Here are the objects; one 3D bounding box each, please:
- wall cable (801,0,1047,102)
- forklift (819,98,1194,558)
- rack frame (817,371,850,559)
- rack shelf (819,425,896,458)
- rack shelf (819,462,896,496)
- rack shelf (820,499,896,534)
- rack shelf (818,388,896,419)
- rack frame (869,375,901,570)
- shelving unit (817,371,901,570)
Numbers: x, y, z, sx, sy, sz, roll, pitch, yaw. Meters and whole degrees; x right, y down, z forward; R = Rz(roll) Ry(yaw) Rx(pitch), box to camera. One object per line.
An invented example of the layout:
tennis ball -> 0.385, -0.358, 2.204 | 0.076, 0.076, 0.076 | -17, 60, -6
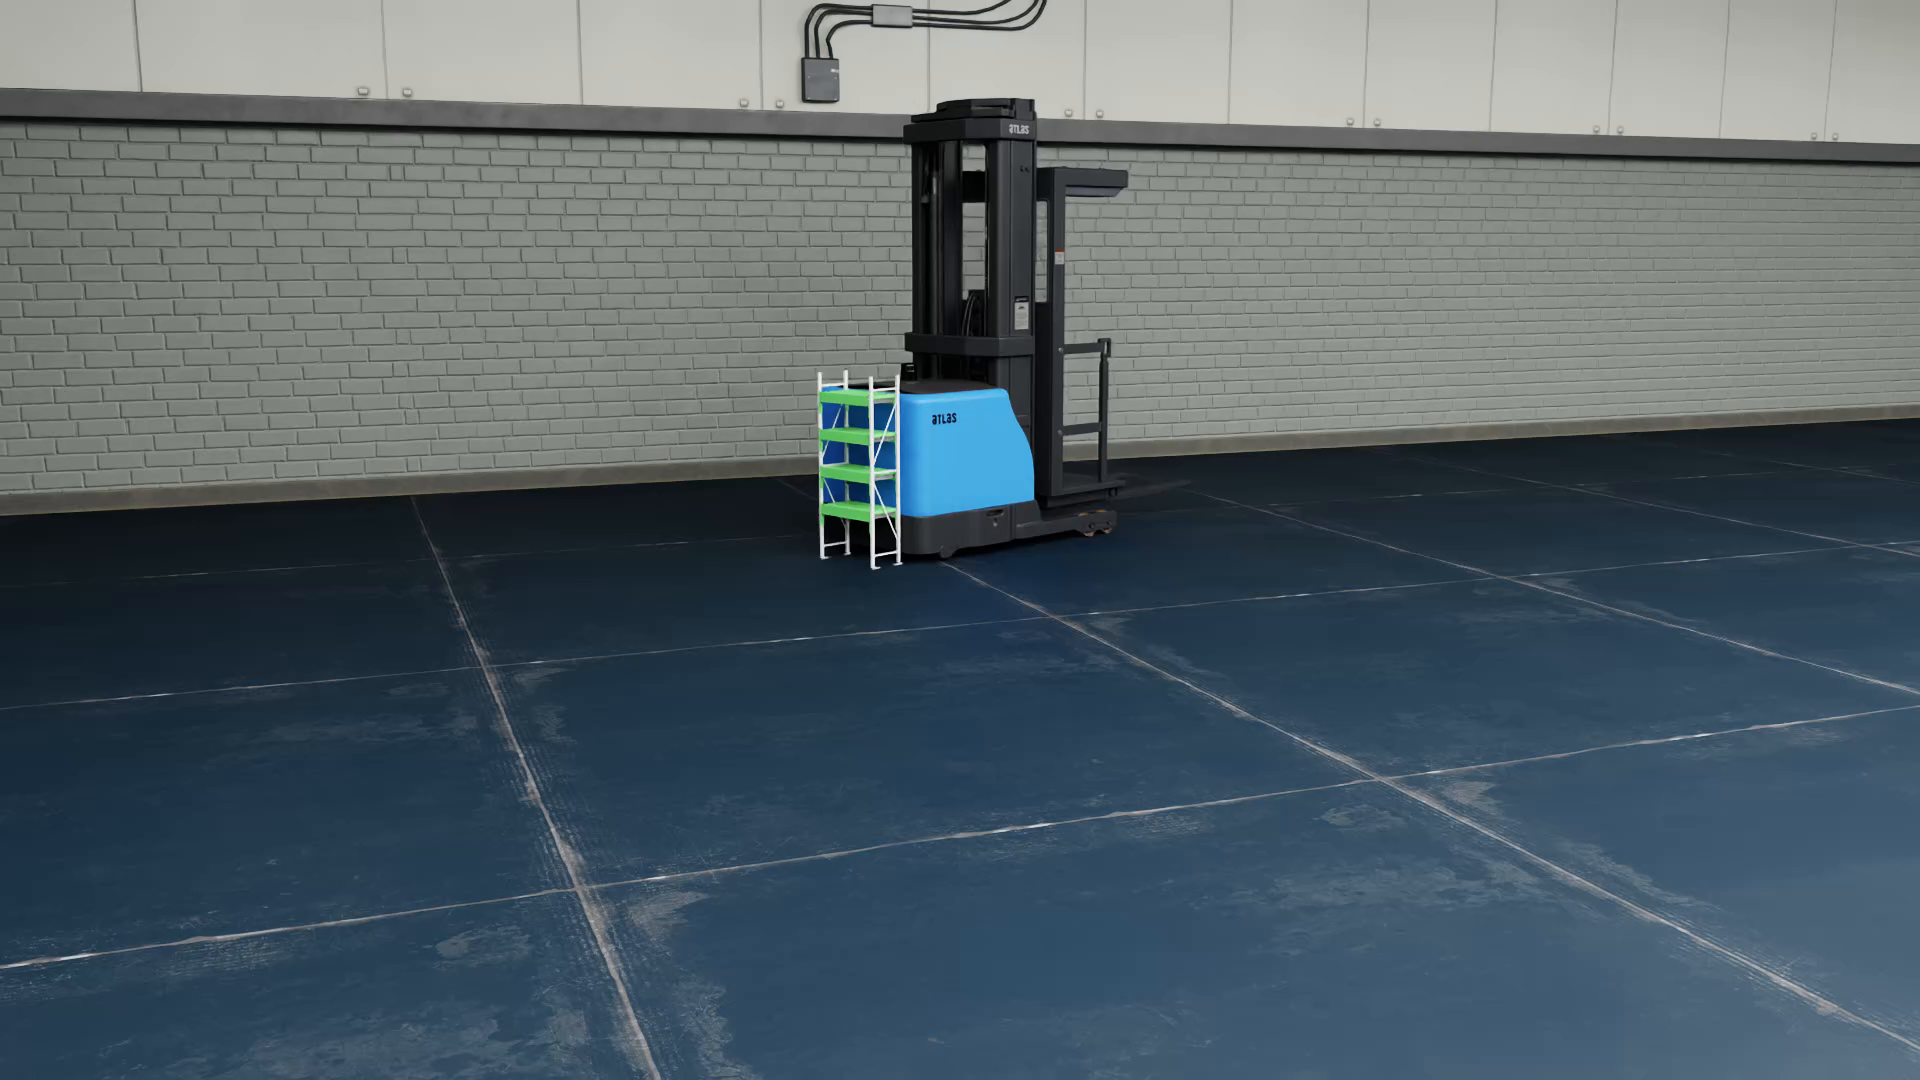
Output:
wall cable -> -0.245, -6.749, 13.955 | 2.305, 6.003, 0.169 | -4, 11, -21
forklift -> 0.462, -1.522, 11.609 | 3.031, 2.935, 1.130 | -10, 14, -44
rack frame -> -0.812, -0.482, 10.705 | 0.240, 1.200, 0.015 | -10, 14, -44
rack shelf -> -0.640, -0.625, 10.504 | 0.258, 0.148, 0.480 | -10, 14, -44
rack shelf -> -0.640, -0.389, 10.546 | 0.258, 0.148, 0.480 | -10, 14, -44
rack shelf -> -0.640, -0.153, 10.588 | 0.258, 0.148, 0.480 | -10, 14, -44
rack shelf -> -0.640, -0.862, 10.462 | 0.258, 0.148, 0.480 | -10, 14, -44
rack frame -> -0.468, -0.422, 10.365 | 0.240, 1.200, 0.015 | -10, 14, -44
shelving unit -> -0.640, -0.452, 10.535 | 0.258, 1.200, 0.503 | -10, 14, -44
